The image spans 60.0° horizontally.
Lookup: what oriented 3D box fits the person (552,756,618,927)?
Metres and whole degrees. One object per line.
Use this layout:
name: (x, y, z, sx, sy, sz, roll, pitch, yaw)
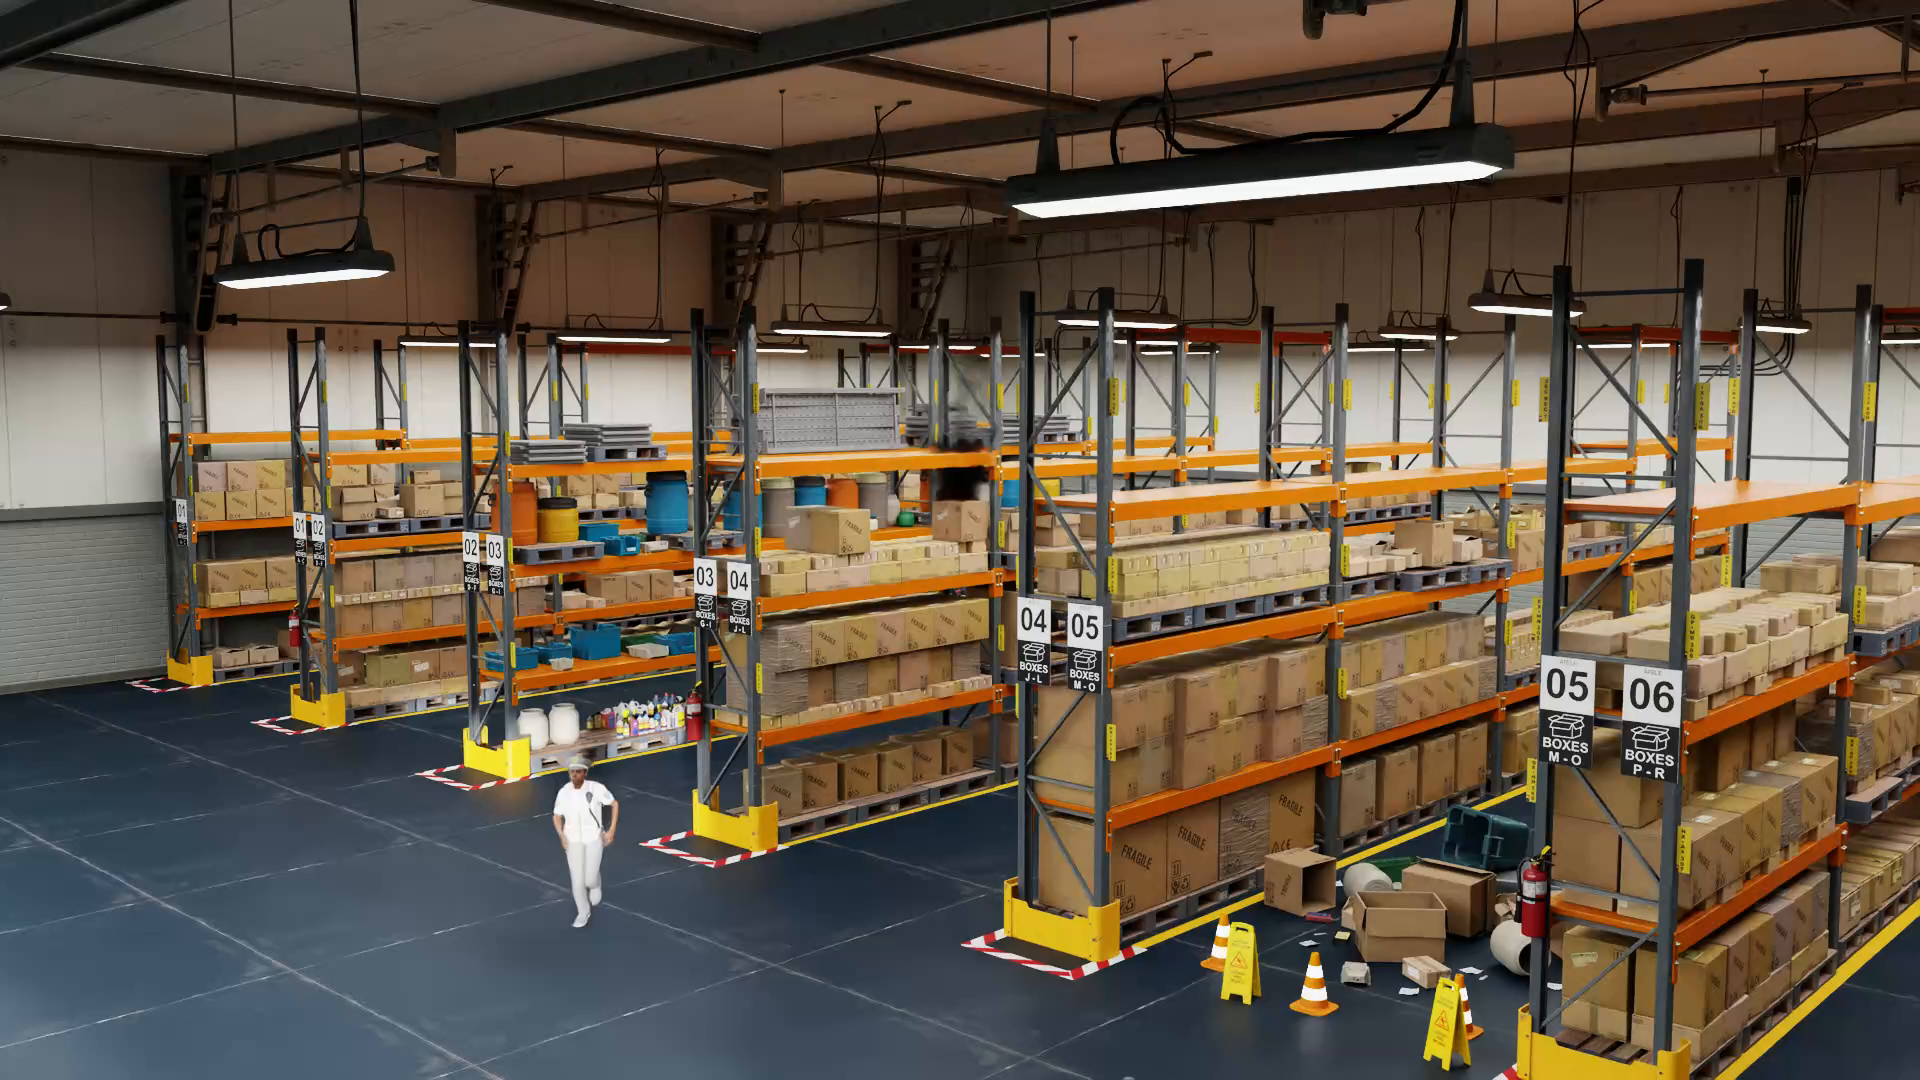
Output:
person: (-3.579, 2.864, 15.847, 0.598, 1.663, 0.603, 0, 5, 0)
